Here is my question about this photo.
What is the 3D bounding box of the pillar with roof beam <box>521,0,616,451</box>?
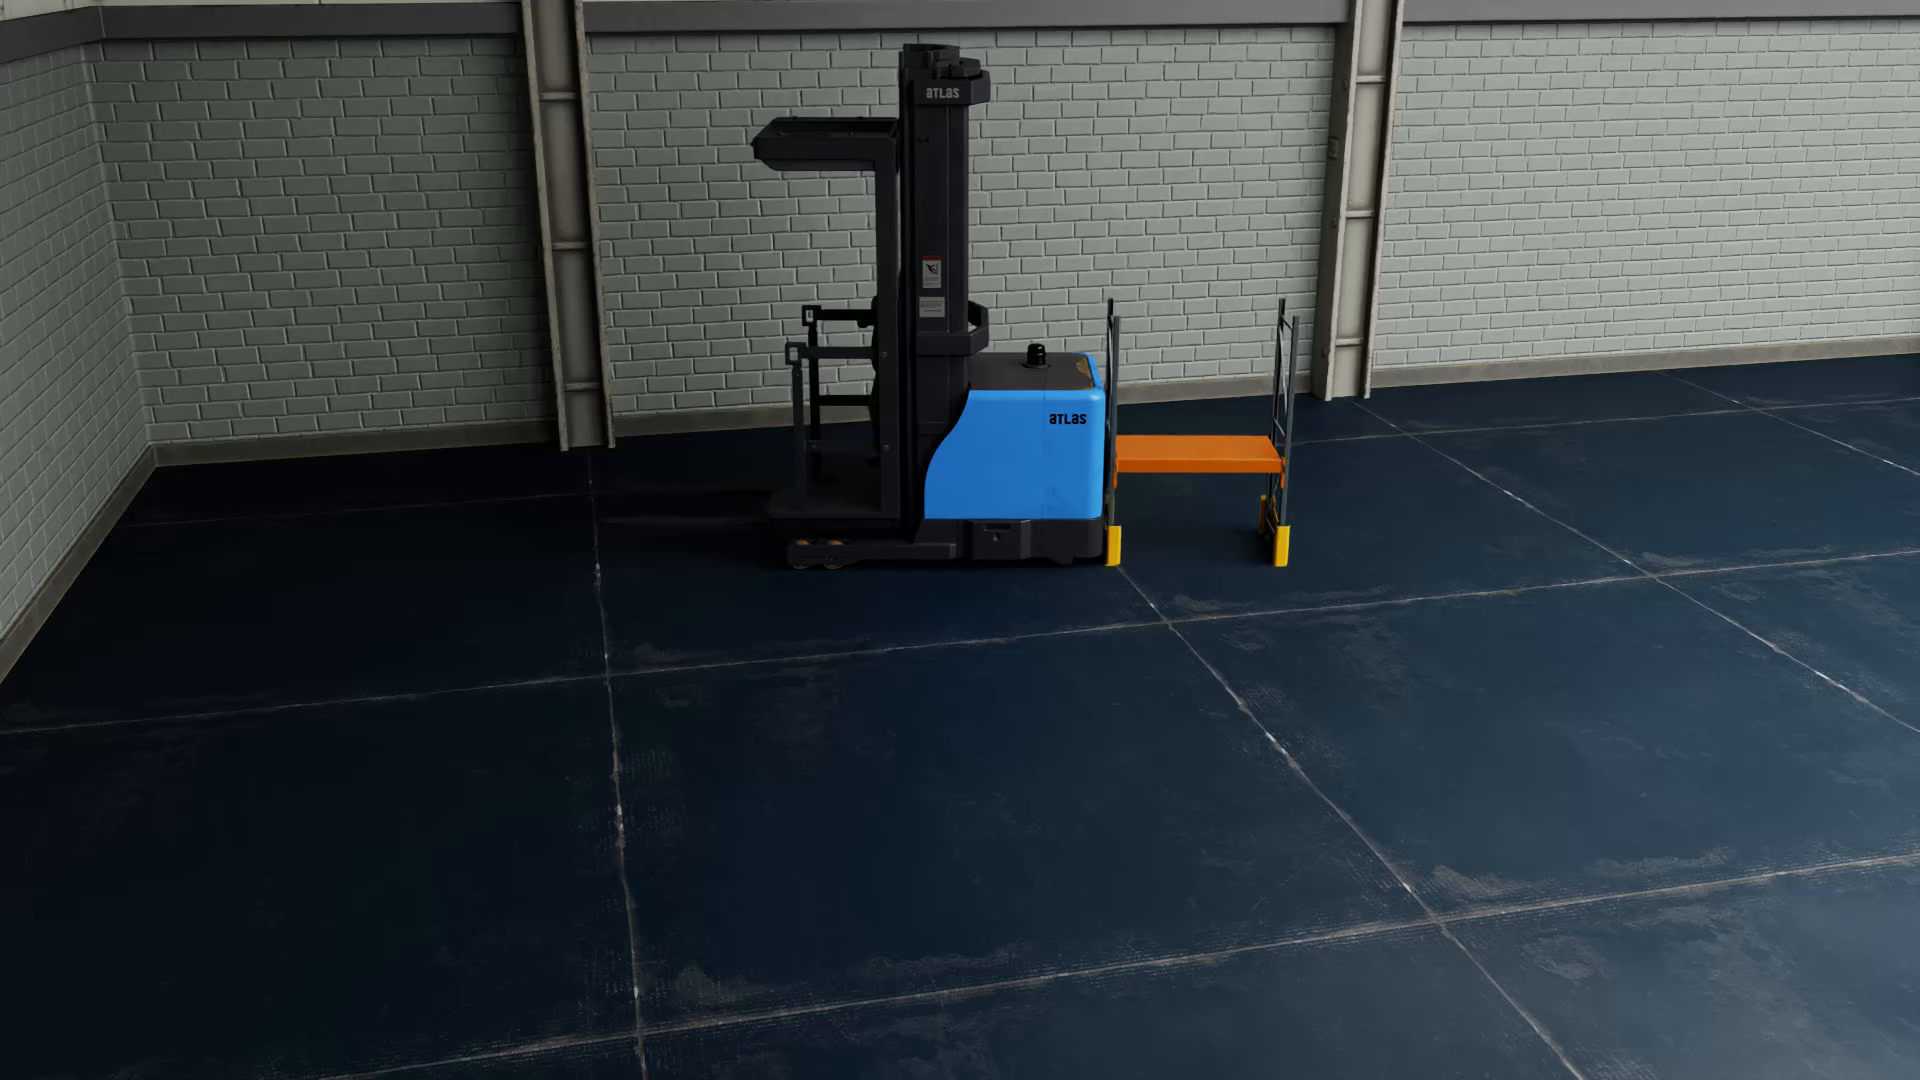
[{"bbox_3d":[-1.757,-3.496,6.776,0.400,9.000,9.100,-5,21,-12],"label":"pillar with roof beam"}]

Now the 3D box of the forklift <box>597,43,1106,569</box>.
[{"bbox_3d":[-0.660,-1.386,9.837,3.031,2.935,1.130,0,20,0],"label":"forklift"}]

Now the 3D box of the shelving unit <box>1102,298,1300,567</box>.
[{"bbox_3d":[1.410,-0.649,9.905,1.083,1.500,0.587,0,20,0],"label":"shelving unit"}]

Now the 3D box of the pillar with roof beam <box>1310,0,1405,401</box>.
[{"bbox_3d":[4.082,-3.971,8.072,0.400,9.000,9.100,-5,21,-12],"label":"pillar with roof beam"}]

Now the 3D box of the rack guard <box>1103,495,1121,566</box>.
[{"bbox_3d":[0.912,-0.063,10.123,0.087,0.250,0.587,0,20,0],"label":"rack guard"}]

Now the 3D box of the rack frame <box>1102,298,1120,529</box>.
[{"bbox_3d":[0.893,-0.650,9.908,0.032,1.500,0.500,0,20,0],"label":"rack frame"}]

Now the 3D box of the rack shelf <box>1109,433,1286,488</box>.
[{"bbox_3d":[1.401,-0.480,9.967,1.000,0.185,0.538,0,20,0],"label":"rack shelf"}]

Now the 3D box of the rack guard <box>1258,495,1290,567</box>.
[{"bbox_3d":[1.908,-0.061,10.117,0.087,0.250,0.587,0,20,0],"label":"rack guard"}]

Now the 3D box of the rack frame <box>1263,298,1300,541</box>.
[{"bbox_3d":[1.910,-0.647,9.902,0.032,1.500,0.500,0,20,0],"label":"rack frame"}]
